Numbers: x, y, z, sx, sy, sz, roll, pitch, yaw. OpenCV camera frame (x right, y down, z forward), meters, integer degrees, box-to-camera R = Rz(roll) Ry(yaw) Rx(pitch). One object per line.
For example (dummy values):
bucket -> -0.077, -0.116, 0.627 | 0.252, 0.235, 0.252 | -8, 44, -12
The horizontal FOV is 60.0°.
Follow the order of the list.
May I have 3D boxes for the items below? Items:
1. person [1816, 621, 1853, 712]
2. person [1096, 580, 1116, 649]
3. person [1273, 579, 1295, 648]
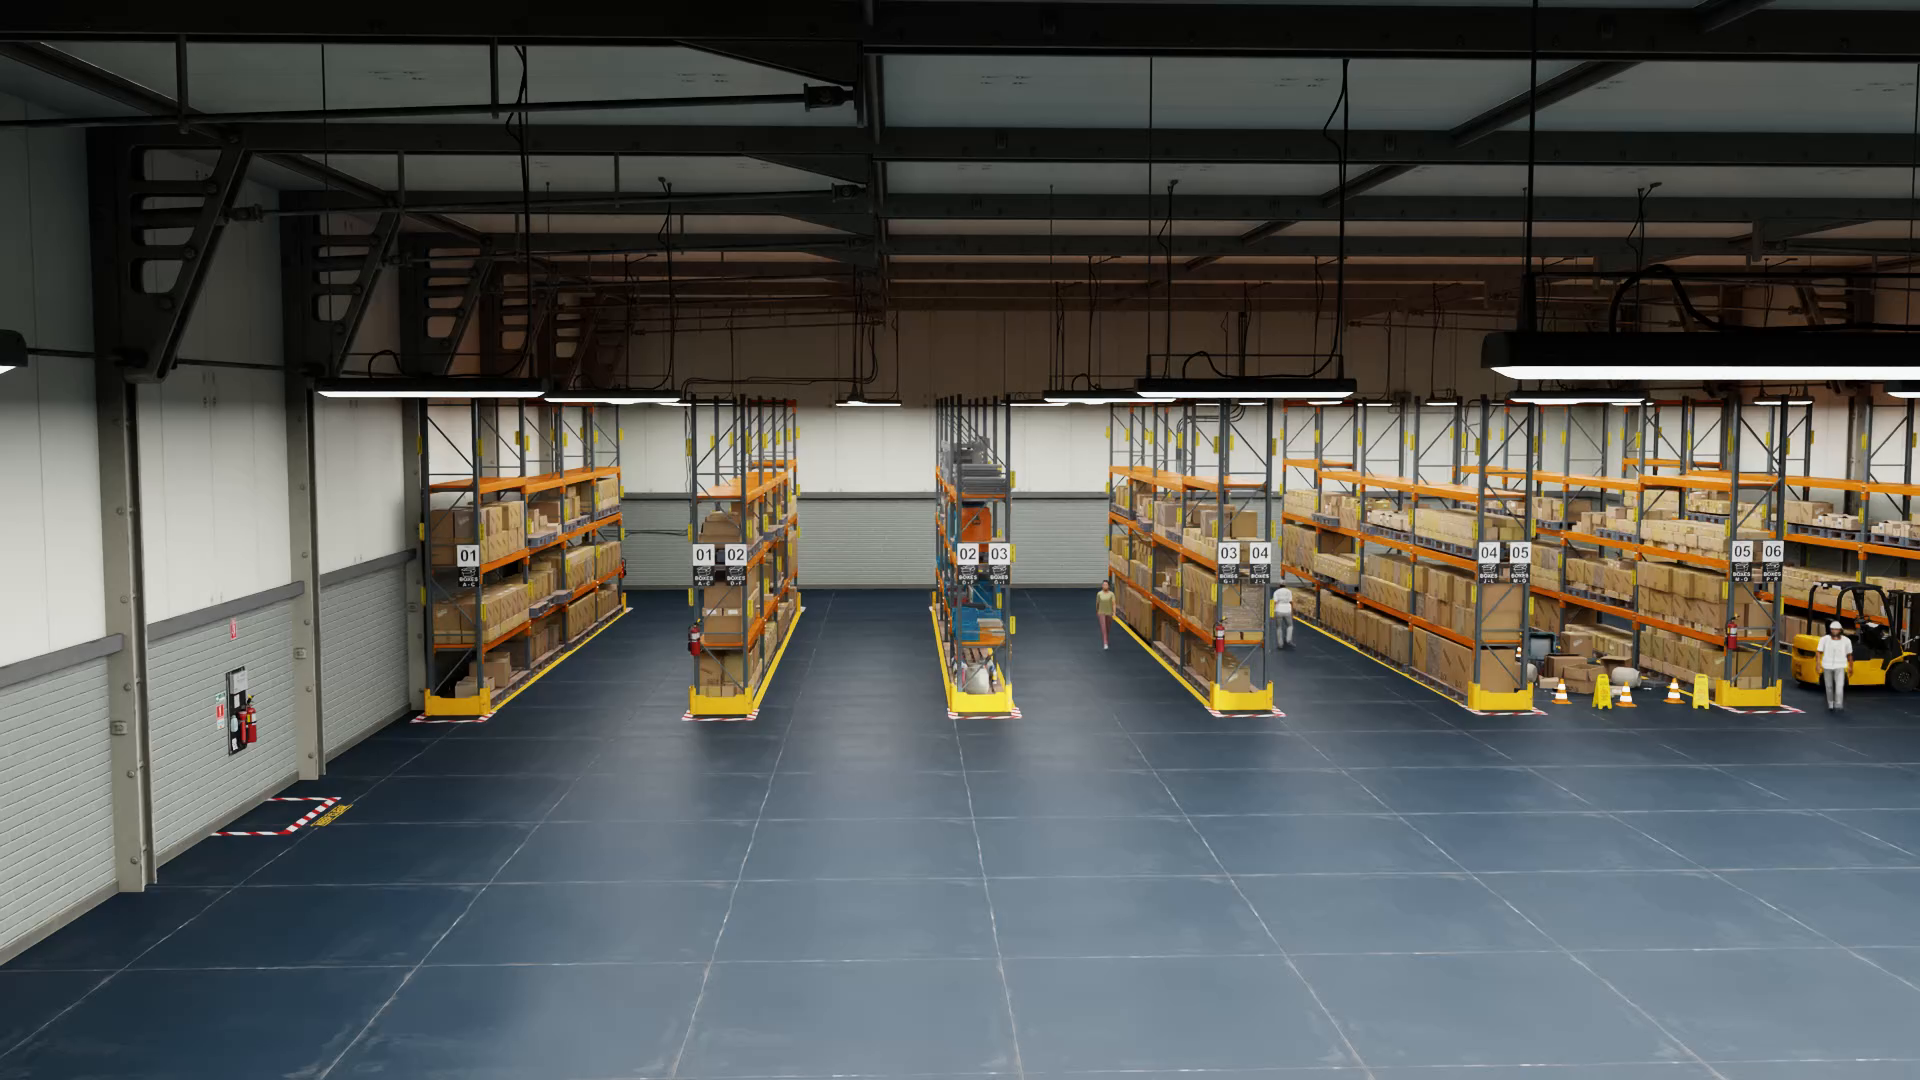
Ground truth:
person -> 16.422, 2.385, 31.275 | 0.599, 1.701, 1.080 | 3, 6, 36
person -> 3.512, 1.767, 39.817 | 0.448, 1.611, 1.058 | 0, 5, -5
person -> 7.754, 1.770, 39.816 | 0.541, 1.657, 0.512 | 0, 4, 0
